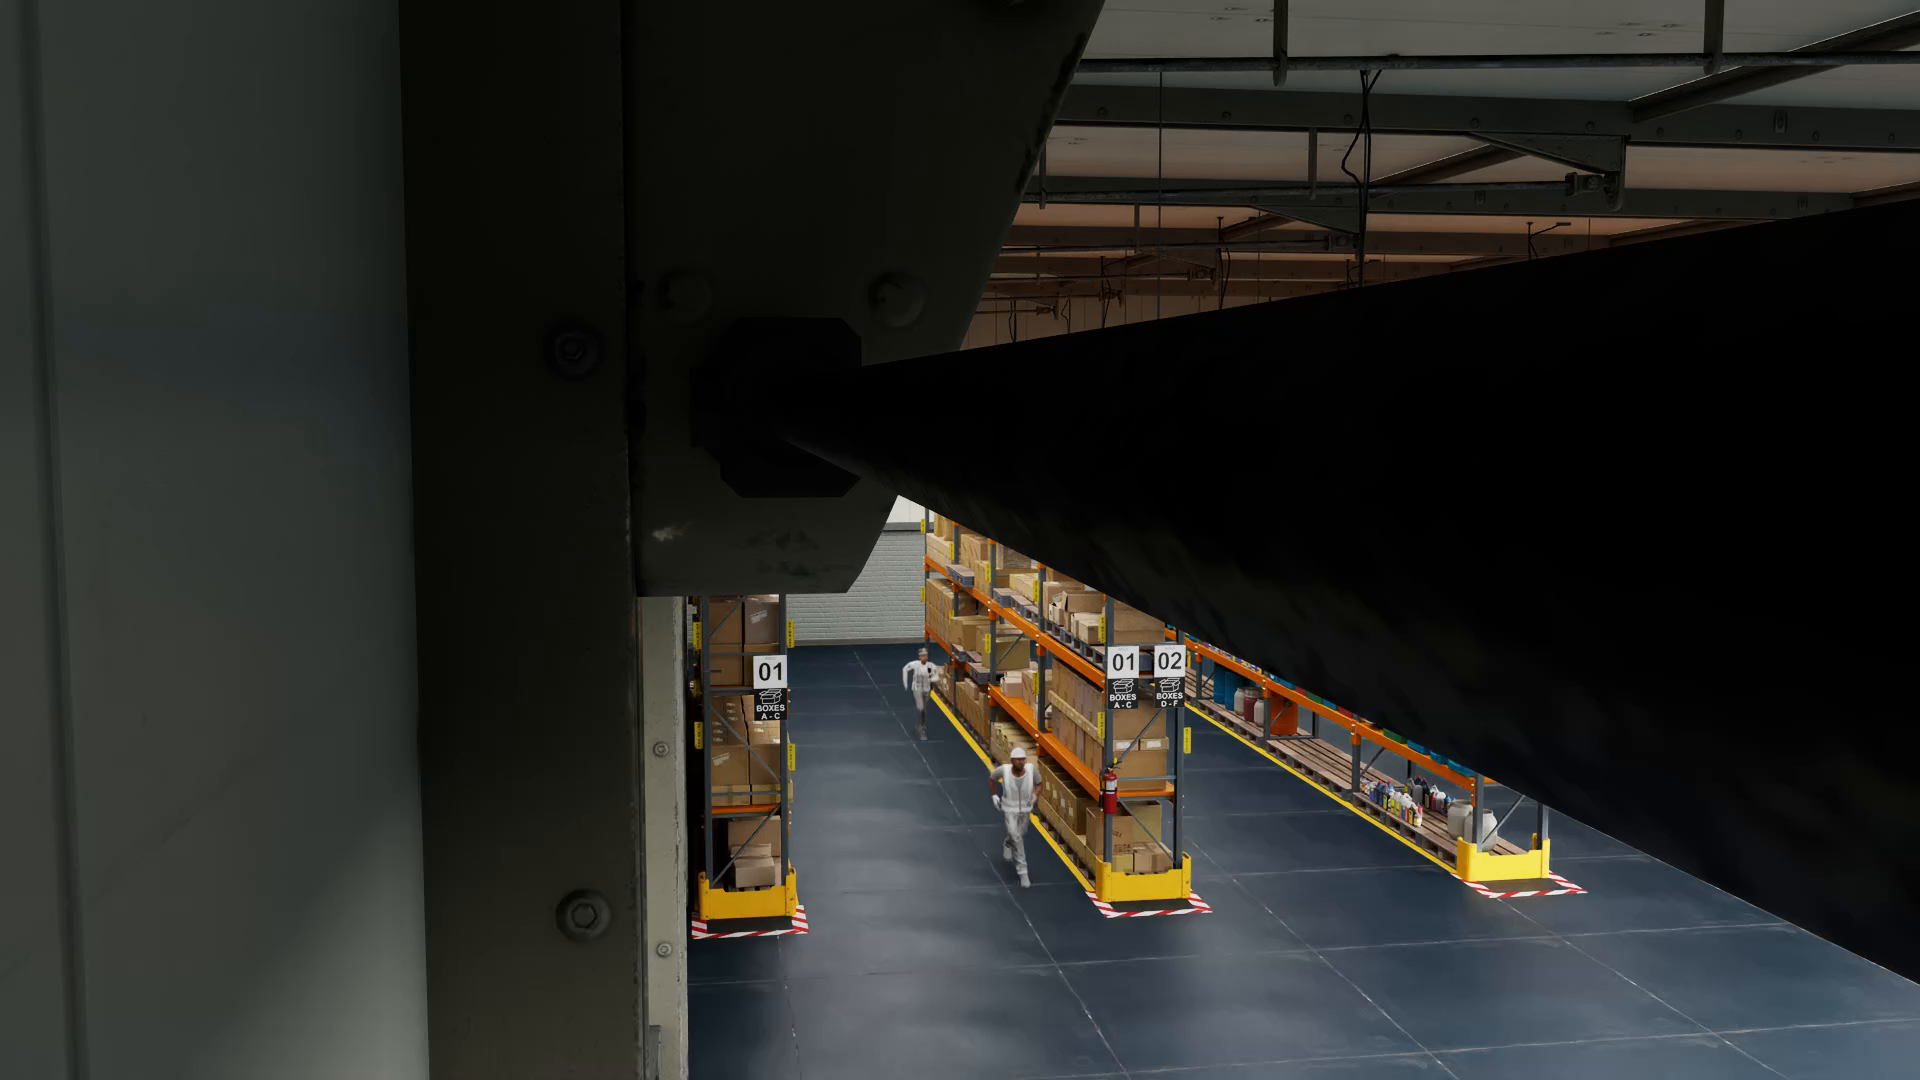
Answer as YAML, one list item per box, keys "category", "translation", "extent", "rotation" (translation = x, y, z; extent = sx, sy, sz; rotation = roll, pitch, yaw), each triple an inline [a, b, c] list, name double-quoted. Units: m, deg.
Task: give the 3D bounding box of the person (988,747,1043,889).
- category: "person"
  translation: [0.729, 3.539, 21.731]
  extent: [0.685, 1.761, 1.157]
  rotation: [-1, 5, -16]

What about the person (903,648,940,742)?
- category: "person"
  translation: [-0.707, 2.809, 30.569]
  extent: [0.636, 1.724, 0.826]
  rotation: [-1, 5, -11]
